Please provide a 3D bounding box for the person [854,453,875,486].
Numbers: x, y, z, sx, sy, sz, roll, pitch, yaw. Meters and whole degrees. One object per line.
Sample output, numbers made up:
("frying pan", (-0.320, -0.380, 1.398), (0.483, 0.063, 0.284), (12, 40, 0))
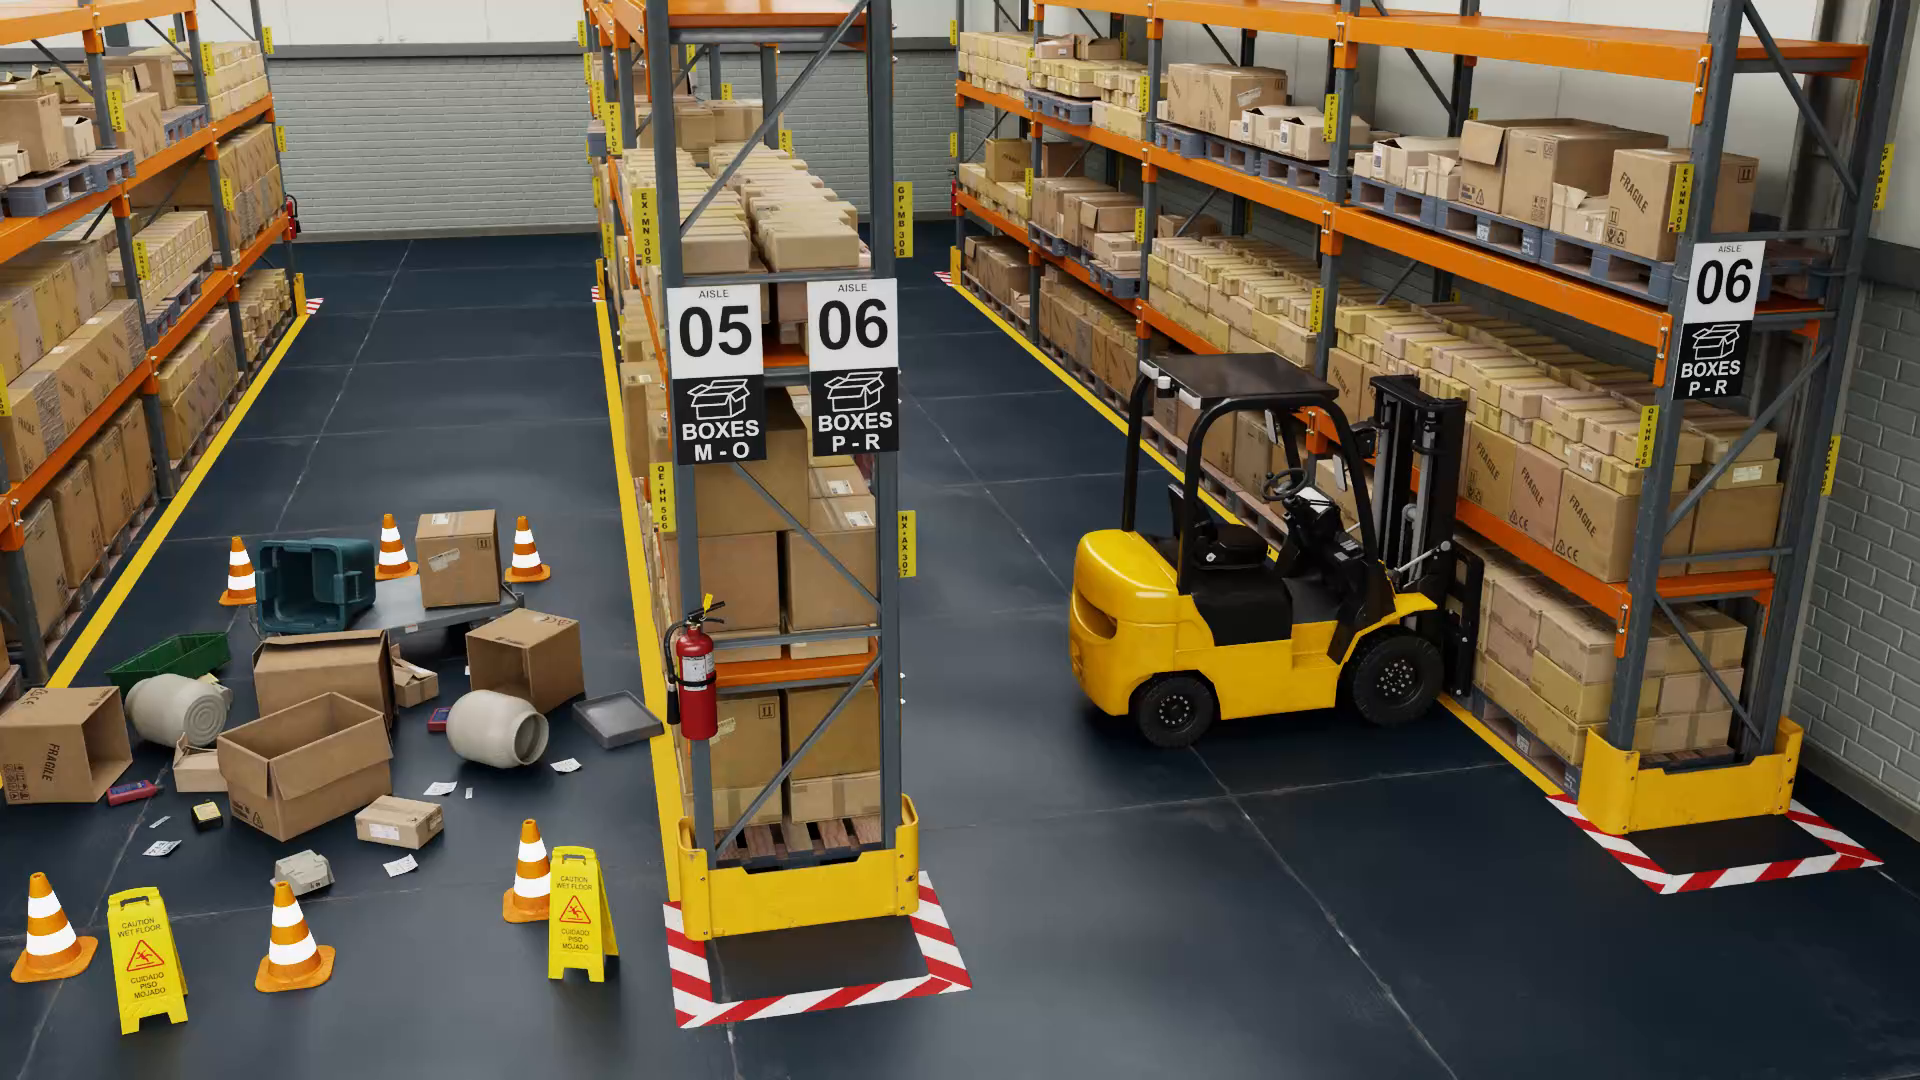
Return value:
("person", (-0.870, -1.291, 14.651), (0.444, 1.677, 0.463), (-5, 20, -12))
